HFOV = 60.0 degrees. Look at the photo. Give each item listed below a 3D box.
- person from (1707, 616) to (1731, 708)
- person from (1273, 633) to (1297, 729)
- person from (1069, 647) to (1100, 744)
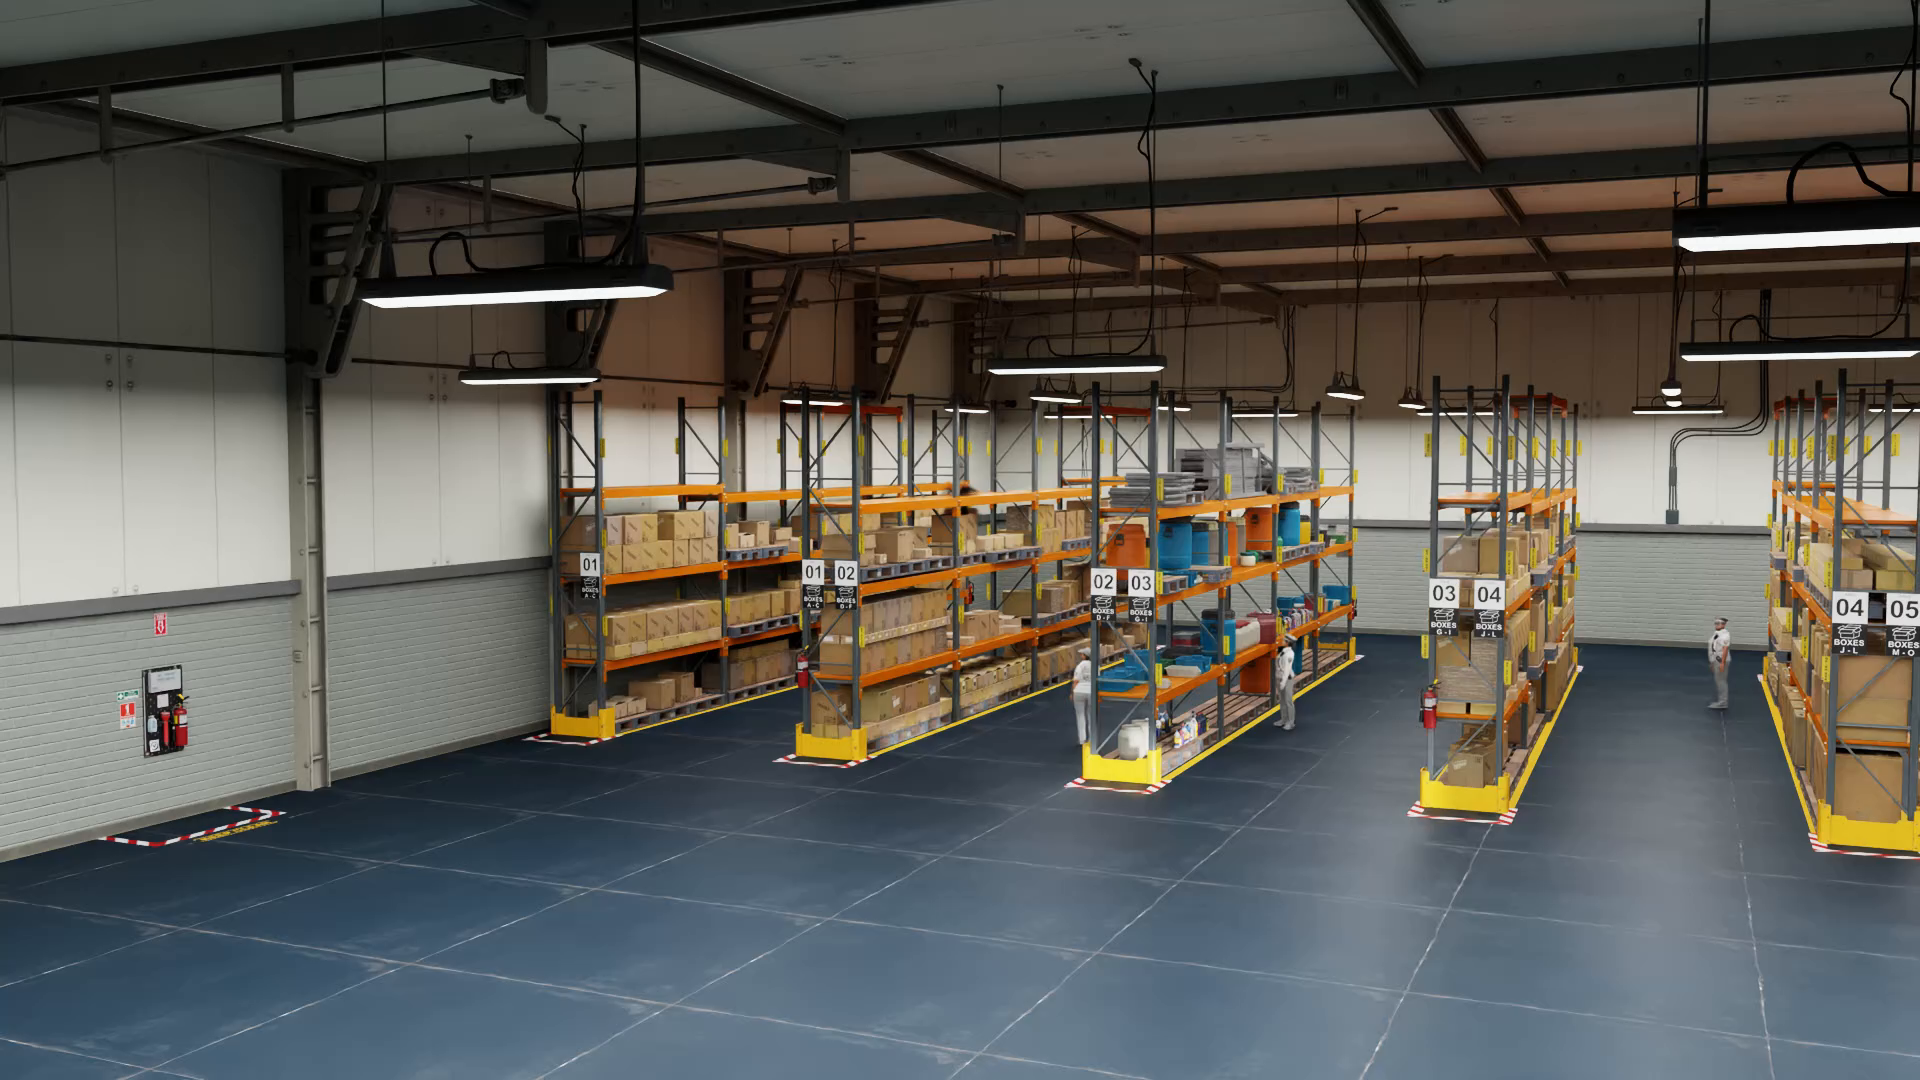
[{"bbox_3d":[14.614,2.345,32.023,0.403,1.774,0.572,1,3,19],"label":"person"},{"bbox_3d":[5.832,2.520,29.823,0.407,1.725,0.474,-1,3,-20],"label":"person"},{"bbox_3d":[2.102,2.620,28.020,0.514,1.636,0.454,-1,3,-11],"label":"person"}]
